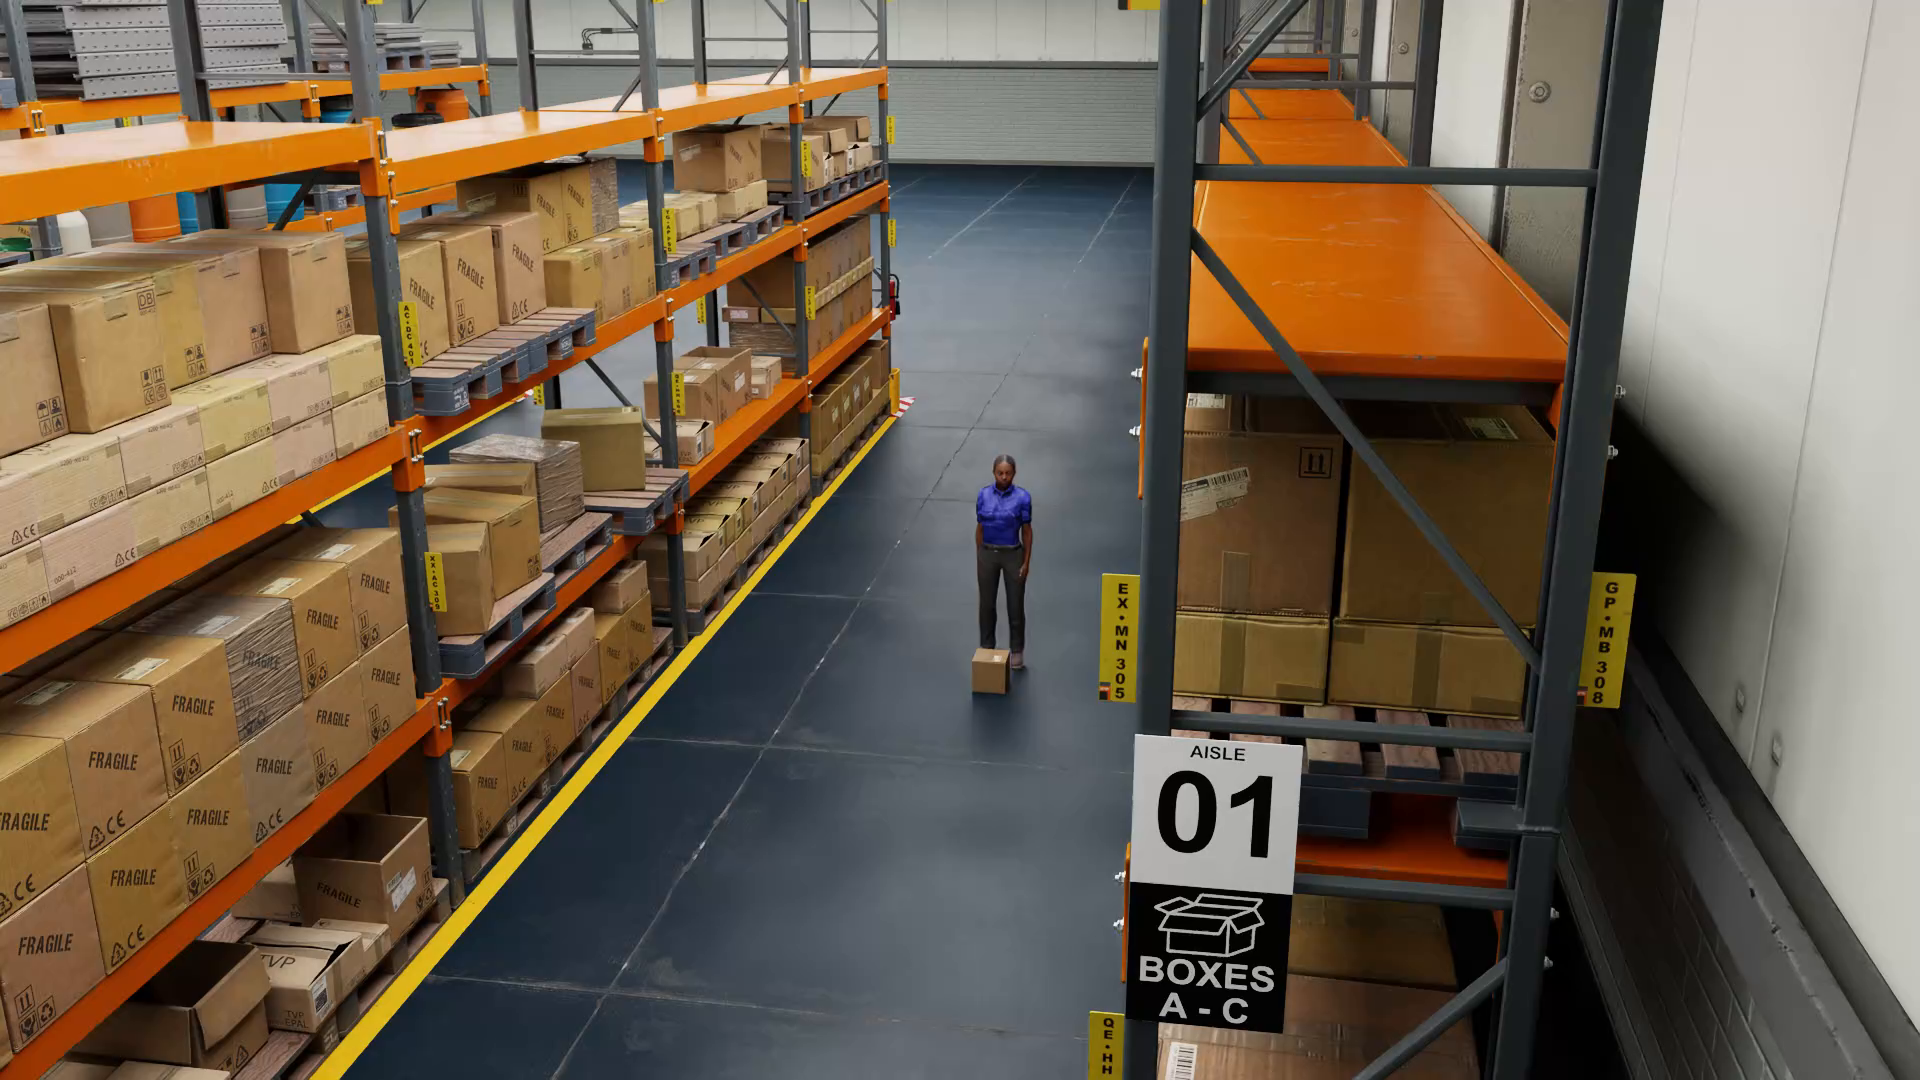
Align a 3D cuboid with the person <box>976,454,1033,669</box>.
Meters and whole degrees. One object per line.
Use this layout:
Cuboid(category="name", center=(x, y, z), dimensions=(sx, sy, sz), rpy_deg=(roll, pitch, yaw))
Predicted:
Cuboid(category="person", center=(0.329, 0.156, 12.589), dimensions=(0.436, 1.655, 0.302), rpy_deg=(3, 18, 10))
